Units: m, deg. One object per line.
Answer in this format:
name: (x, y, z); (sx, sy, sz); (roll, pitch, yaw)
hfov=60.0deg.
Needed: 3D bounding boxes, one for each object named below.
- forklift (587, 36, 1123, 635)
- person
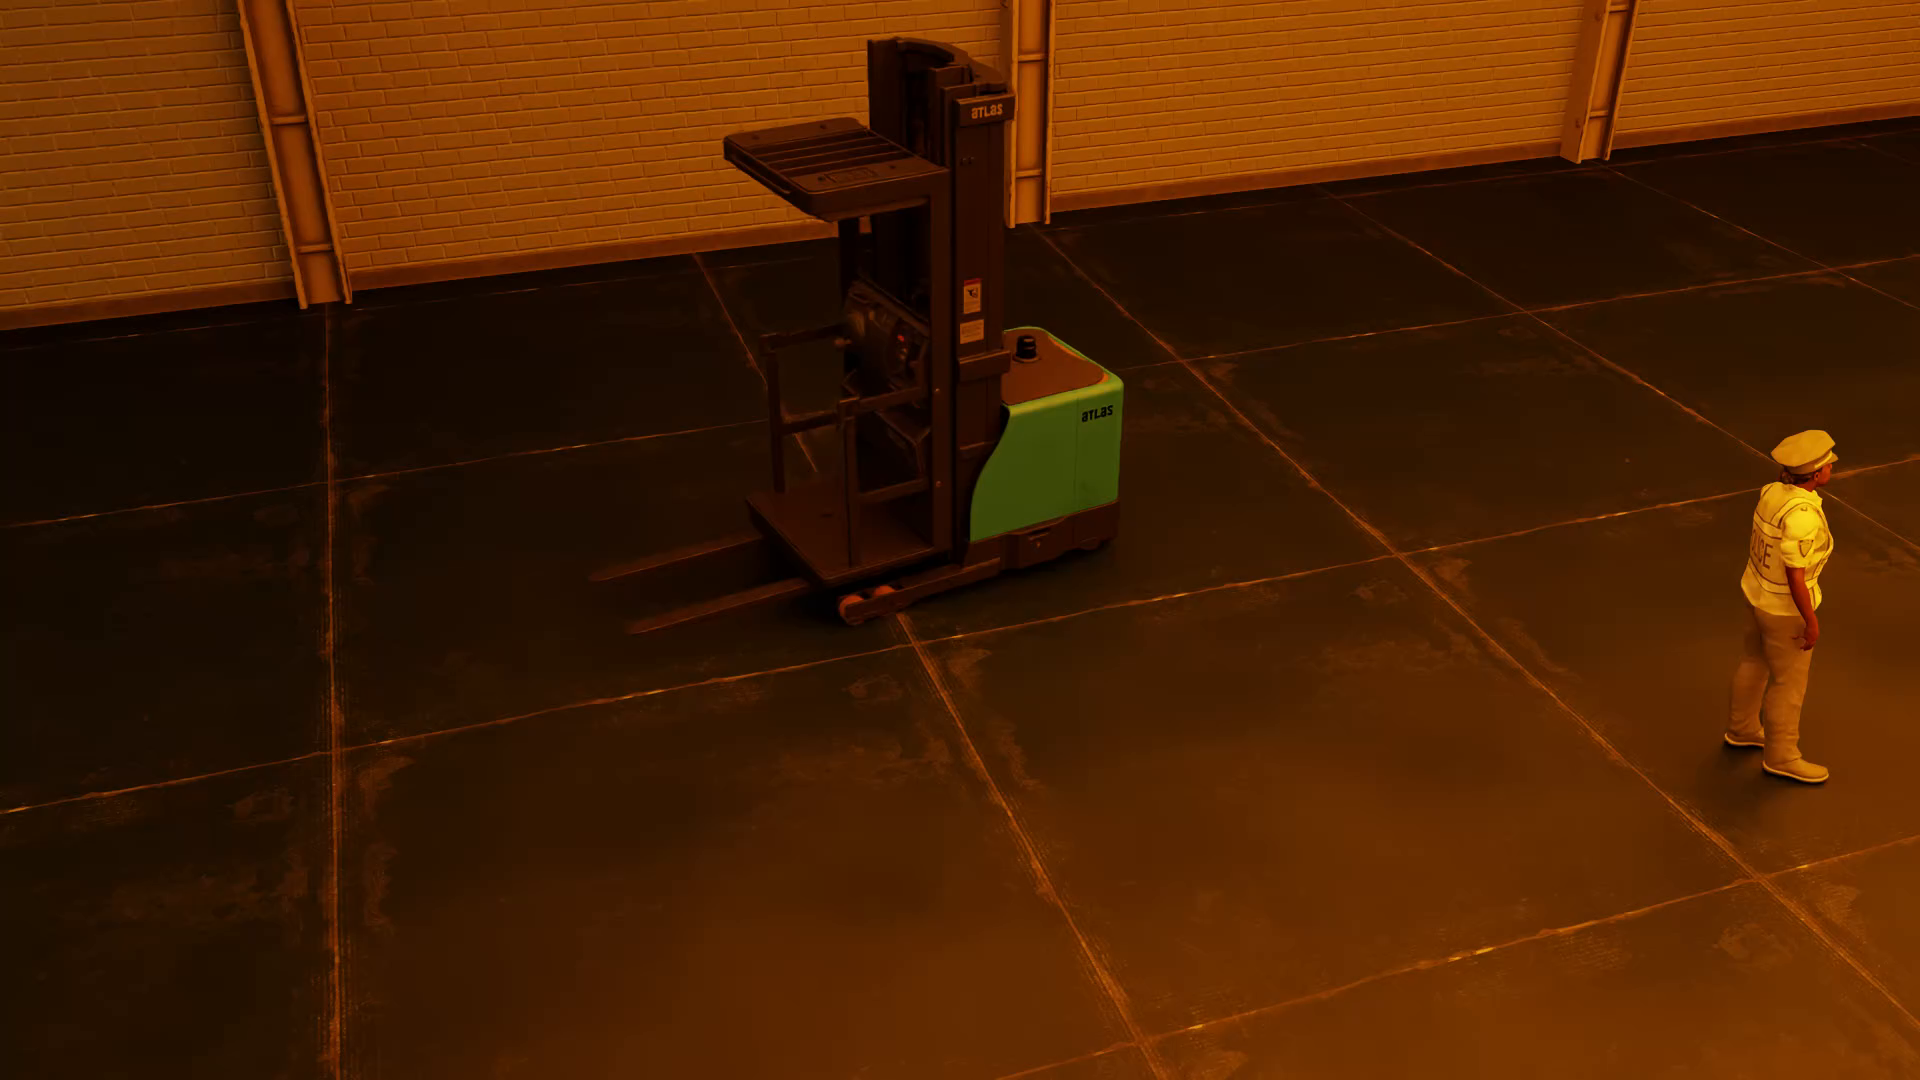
forklift: (-0.589, -1.098, 8.995); (3.031, 2.935, 1.130); (-16, 33, -25)
person: (3.931, 0.290, 7.807); (0.530, 1.695, 0.569); (2, 30, 3)
